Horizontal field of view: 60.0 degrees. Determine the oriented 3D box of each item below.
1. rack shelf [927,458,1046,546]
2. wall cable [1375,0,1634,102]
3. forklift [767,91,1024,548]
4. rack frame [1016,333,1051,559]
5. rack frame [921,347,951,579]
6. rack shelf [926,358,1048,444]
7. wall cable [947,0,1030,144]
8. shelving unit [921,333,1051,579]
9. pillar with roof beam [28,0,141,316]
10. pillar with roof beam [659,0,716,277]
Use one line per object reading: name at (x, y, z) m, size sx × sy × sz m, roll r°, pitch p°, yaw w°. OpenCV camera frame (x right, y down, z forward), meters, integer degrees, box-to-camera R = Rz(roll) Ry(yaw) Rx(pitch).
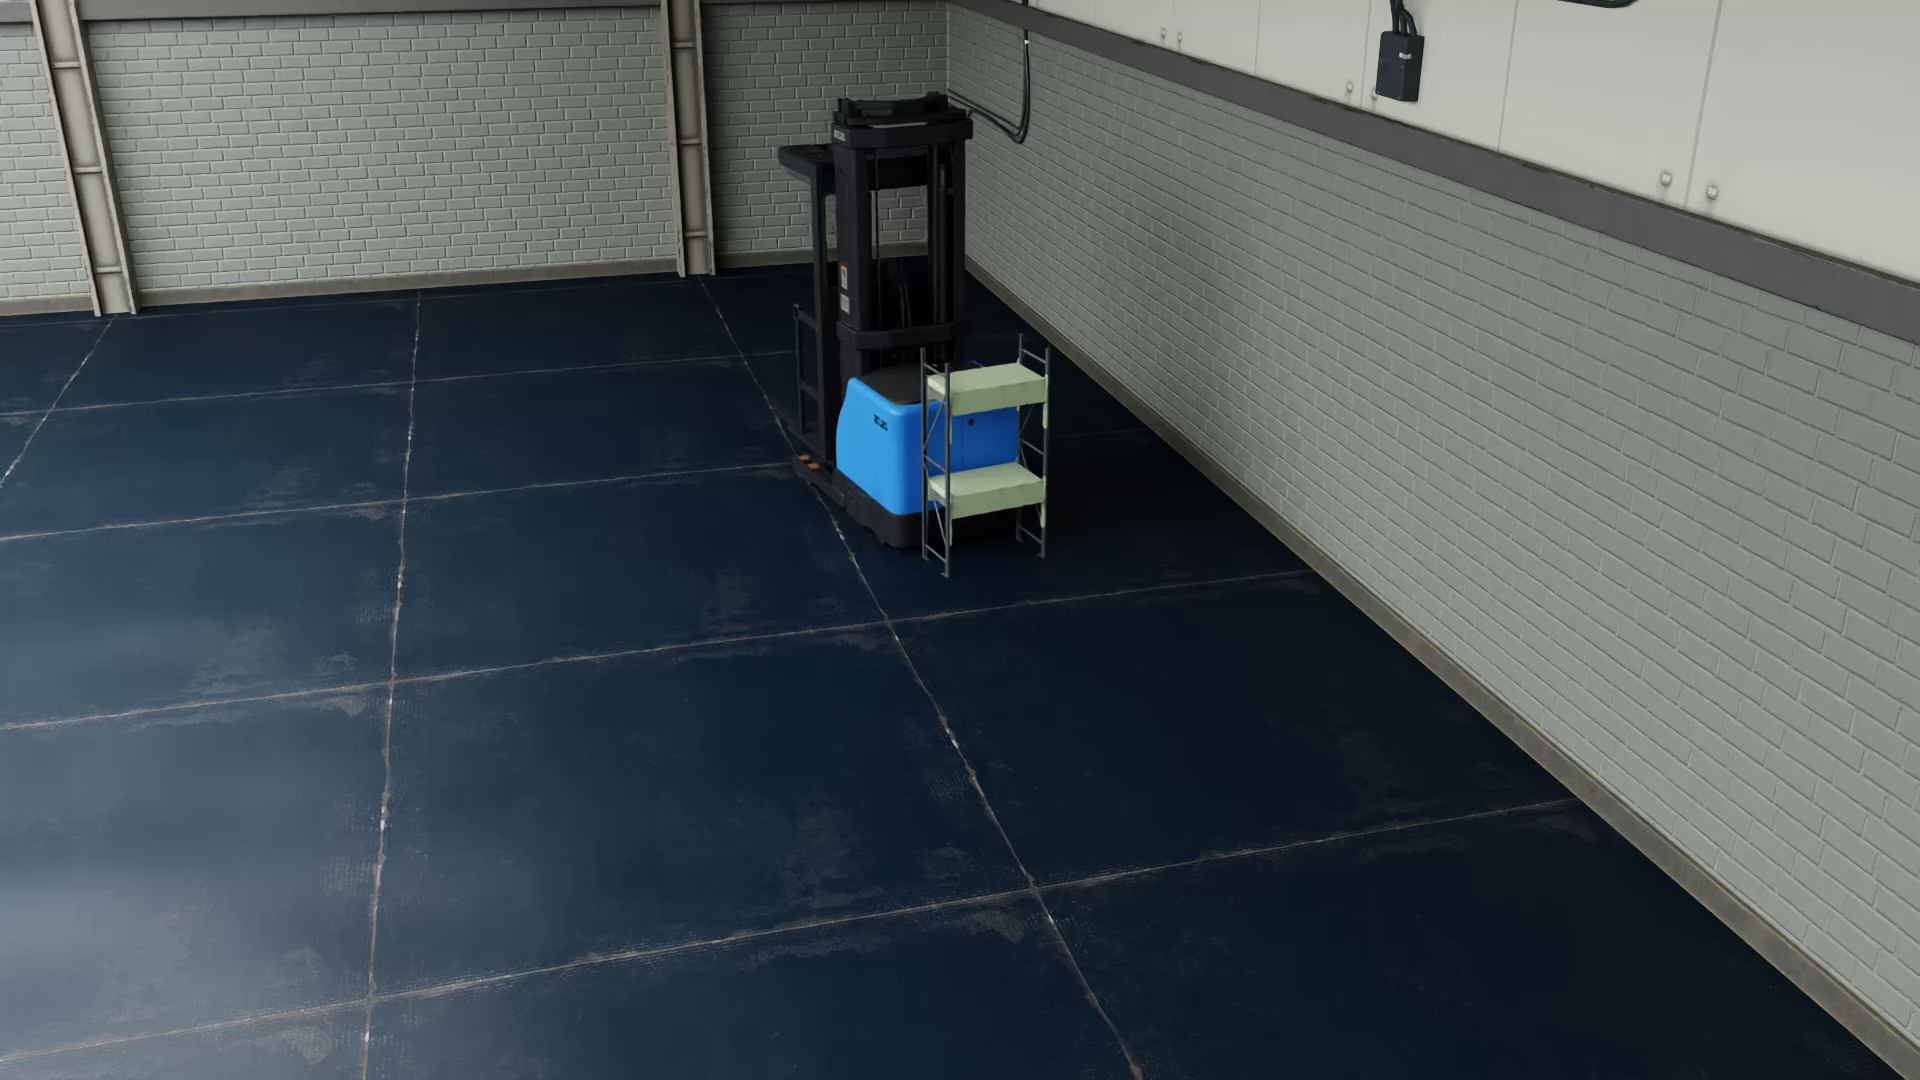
rack shelf at (0.167, -0.266, 11.294) m, size 0.720 × 0.370 × 0.431 m, roll -11°, pitch 26°, yaw -24°
wall cable at (2.766, -4.925, 7.503) m, size 0.169 × 6.003 × 2.305 m, roll -6°, pitch 24°, yaw -14°
forklift at (-0.646, -1.839, 12.319) m, size 1.130 × 2.935 × 3.031 m, roll -11°, pitch 26°, yaw -24°
rack frame at (0.495, -0.629, 11.314) m, size 0.023 × 1.500 × 0.400 m, roll -11°, pitch 26°, yaw -24°
rack frame at (-0.161, -0.502, 11.016) m, size 0.023 × 1.500 × 0.400 m, roll -11°, pitch 26°, yaw -24°
rack shelf at (0.167, -0.924, 11.011) m, size 0.720 × 0.370 × 0.431 m, roll -11°, pitch 26°, yaw -24°
wall cable at (0.217, -5.541, 17.189) m, size 0.112 × 2.526 × 3.097 m, roll -6°, pitch 24°, yaw -14°
shelving unit at (0.167, -0.566, 11.165) m, size 0.755 × 1.500 × 0.431 m, roll -11°, pitch 26°, yaw -24°
pillar with roof beam at (-7.591, -4.883, 11.717) m, size 0.400 × 9.000 × 9.100 m, roll -6°, pitch 24°, yaw -14°
pillar with roof beam at (-1.814, -5.522, 13.207) m, size 0.400 × 9.000 × 9.100 m, roll -6°, pitch 24°, yaw -14°
